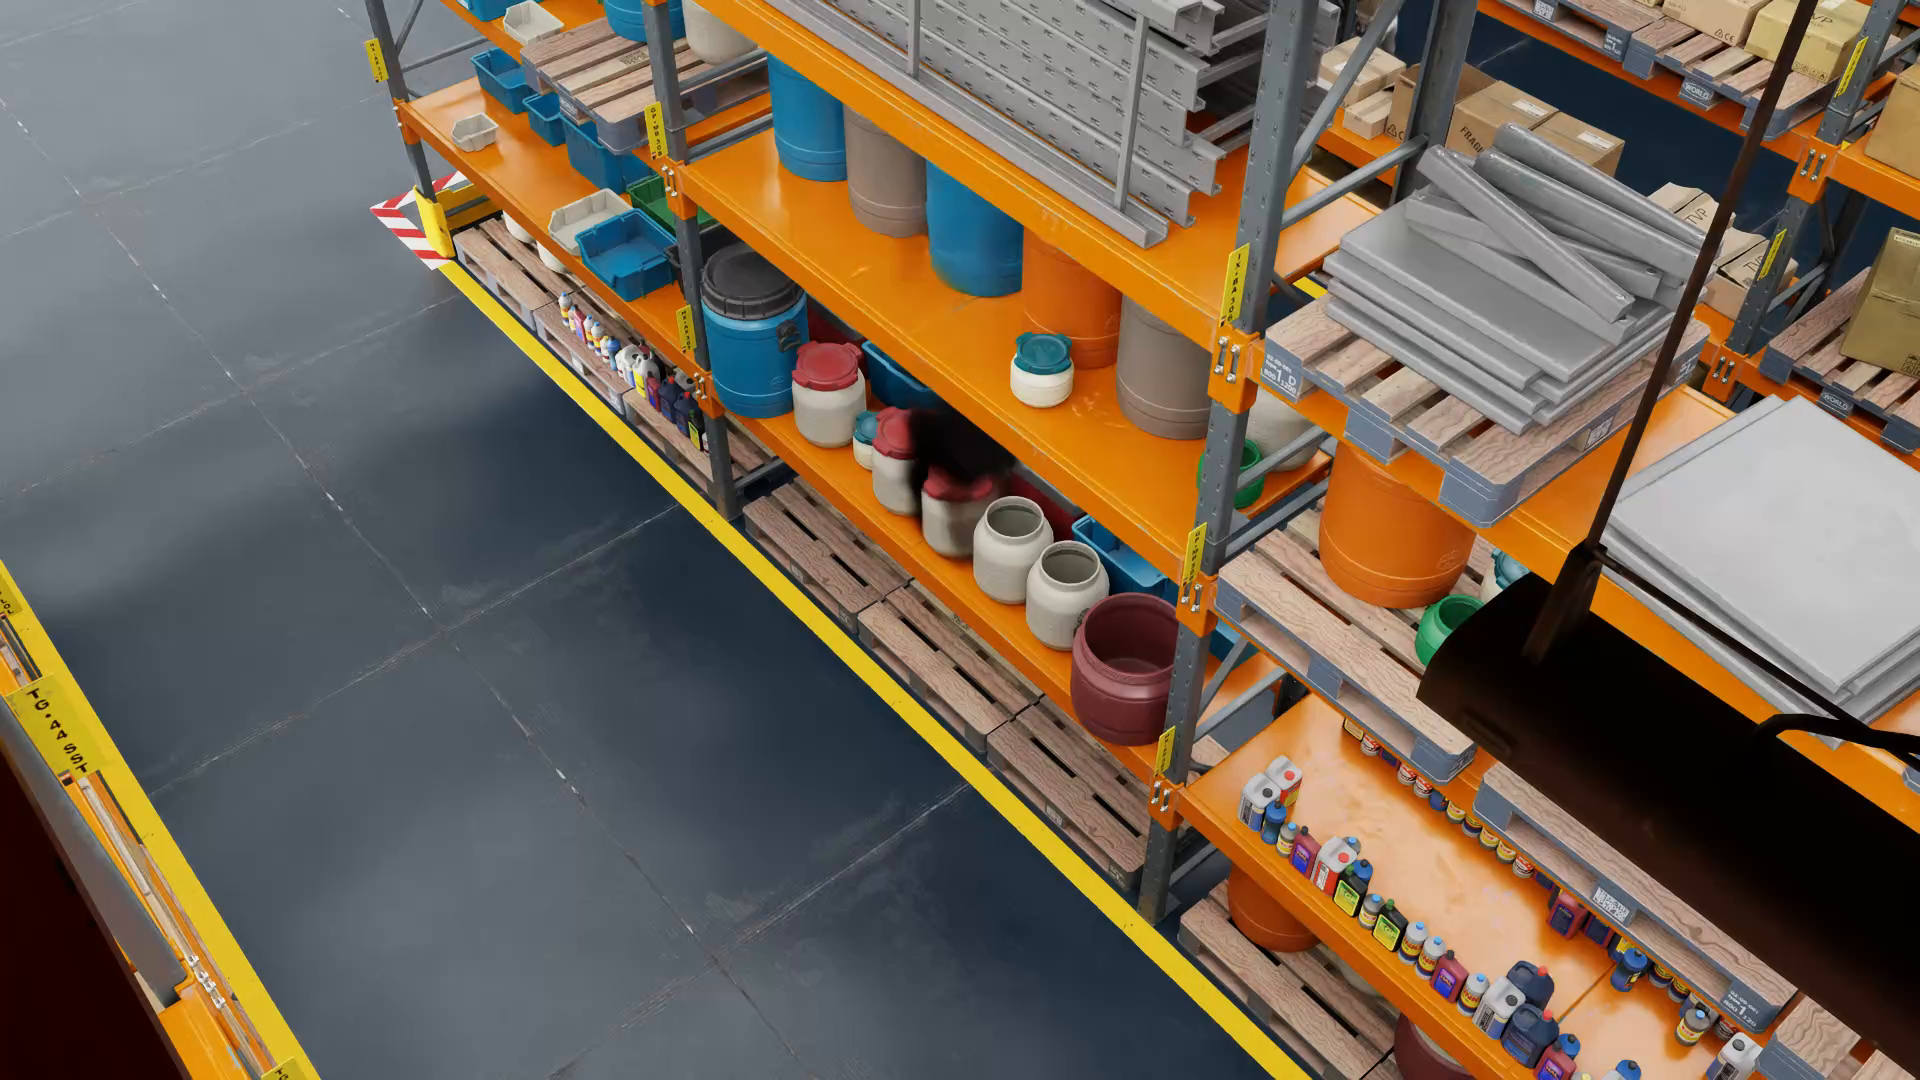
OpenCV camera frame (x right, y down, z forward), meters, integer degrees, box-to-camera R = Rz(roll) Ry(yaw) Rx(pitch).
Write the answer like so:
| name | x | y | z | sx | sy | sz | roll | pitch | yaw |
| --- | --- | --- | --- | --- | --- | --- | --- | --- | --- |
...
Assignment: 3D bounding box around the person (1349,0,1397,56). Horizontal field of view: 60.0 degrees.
| name | x | y | z | sx | sy | sz | roll | pitch | yaw |
| --- | --- | --- | --- | --- | --- | --- | --- | --- | --- |
| person | 3.454 | -4.197 | 13.778 | 0.901 | 1.711 | 0.557 | 33 | 55 | 27 |
